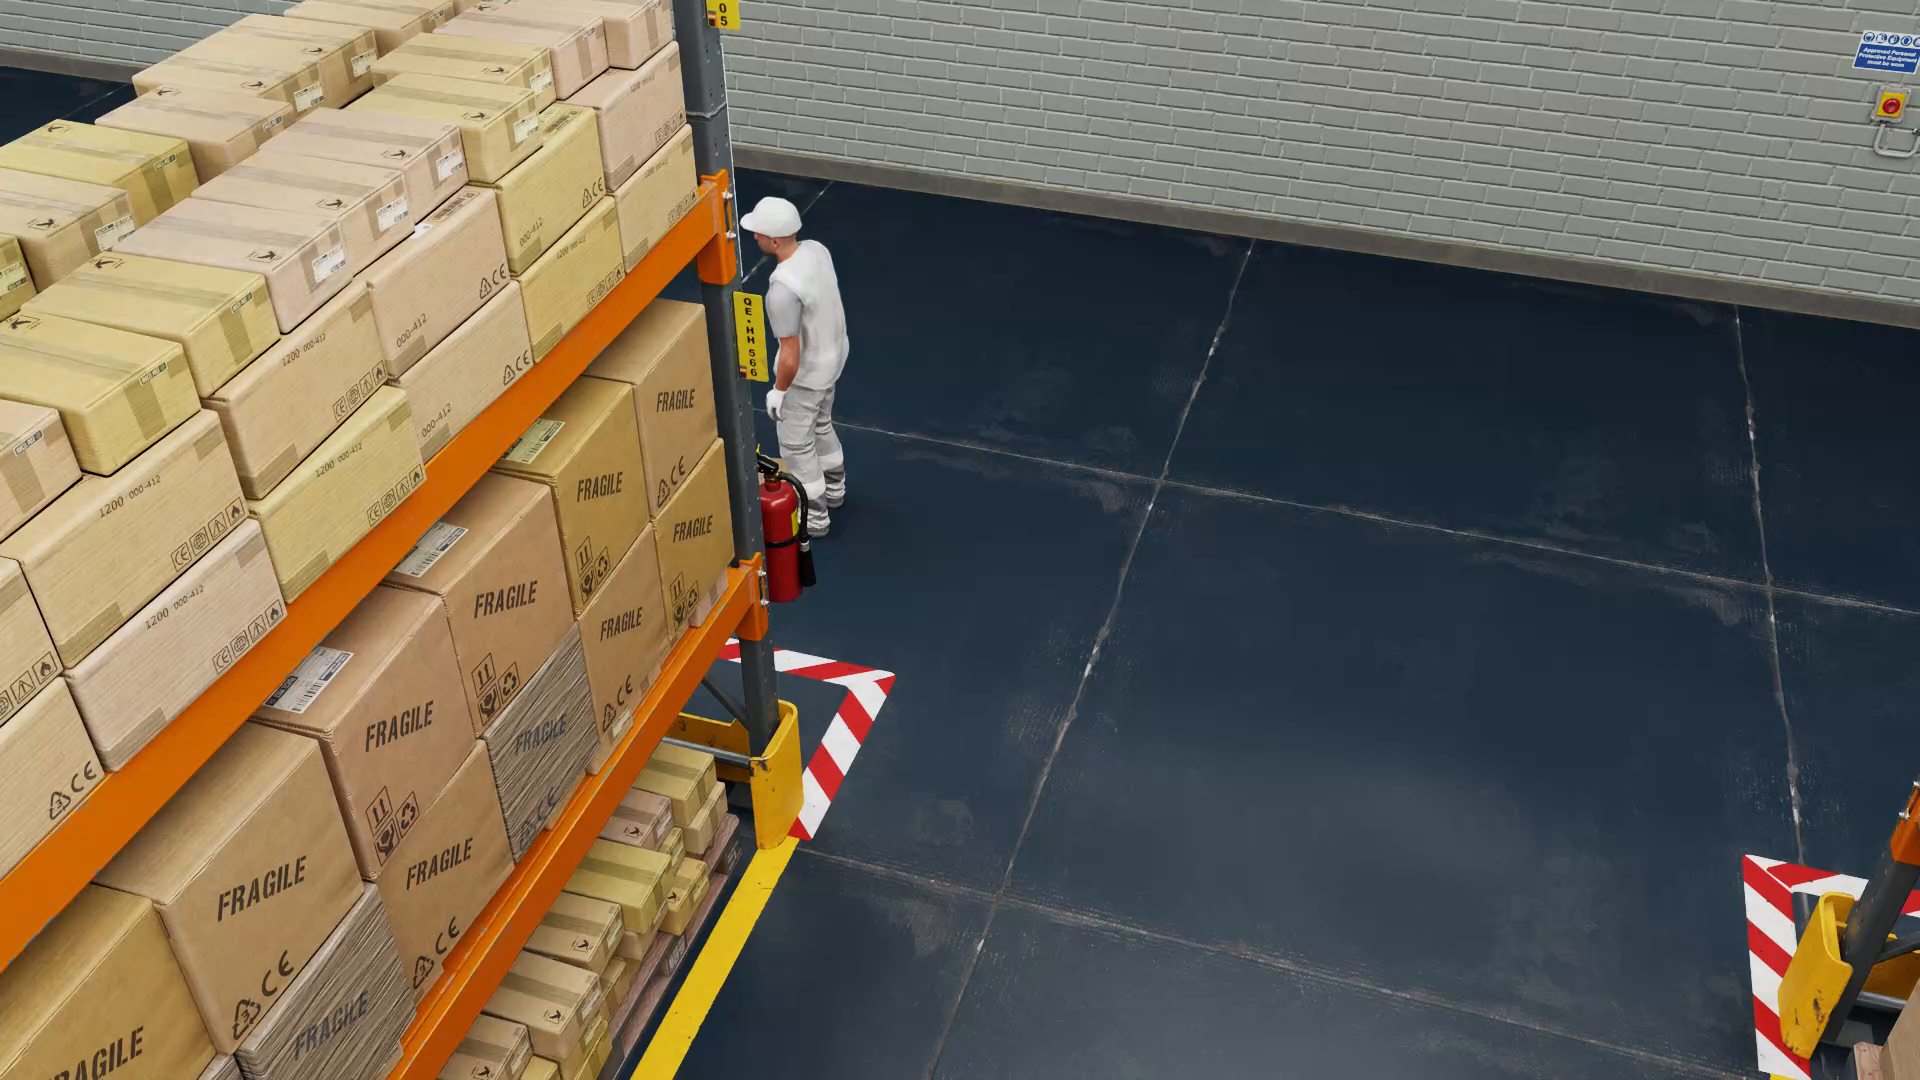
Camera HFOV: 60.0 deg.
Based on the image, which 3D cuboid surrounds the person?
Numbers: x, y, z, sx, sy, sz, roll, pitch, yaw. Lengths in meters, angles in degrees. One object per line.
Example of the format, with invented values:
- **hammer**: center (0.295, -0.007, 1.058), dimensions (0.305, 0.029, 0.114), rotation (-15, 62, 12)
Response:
- **person**: center (-0.767, -0.820, 7.979), dimensions (0.454, 1.779, 0.609), rotation (10, 38, 14)
